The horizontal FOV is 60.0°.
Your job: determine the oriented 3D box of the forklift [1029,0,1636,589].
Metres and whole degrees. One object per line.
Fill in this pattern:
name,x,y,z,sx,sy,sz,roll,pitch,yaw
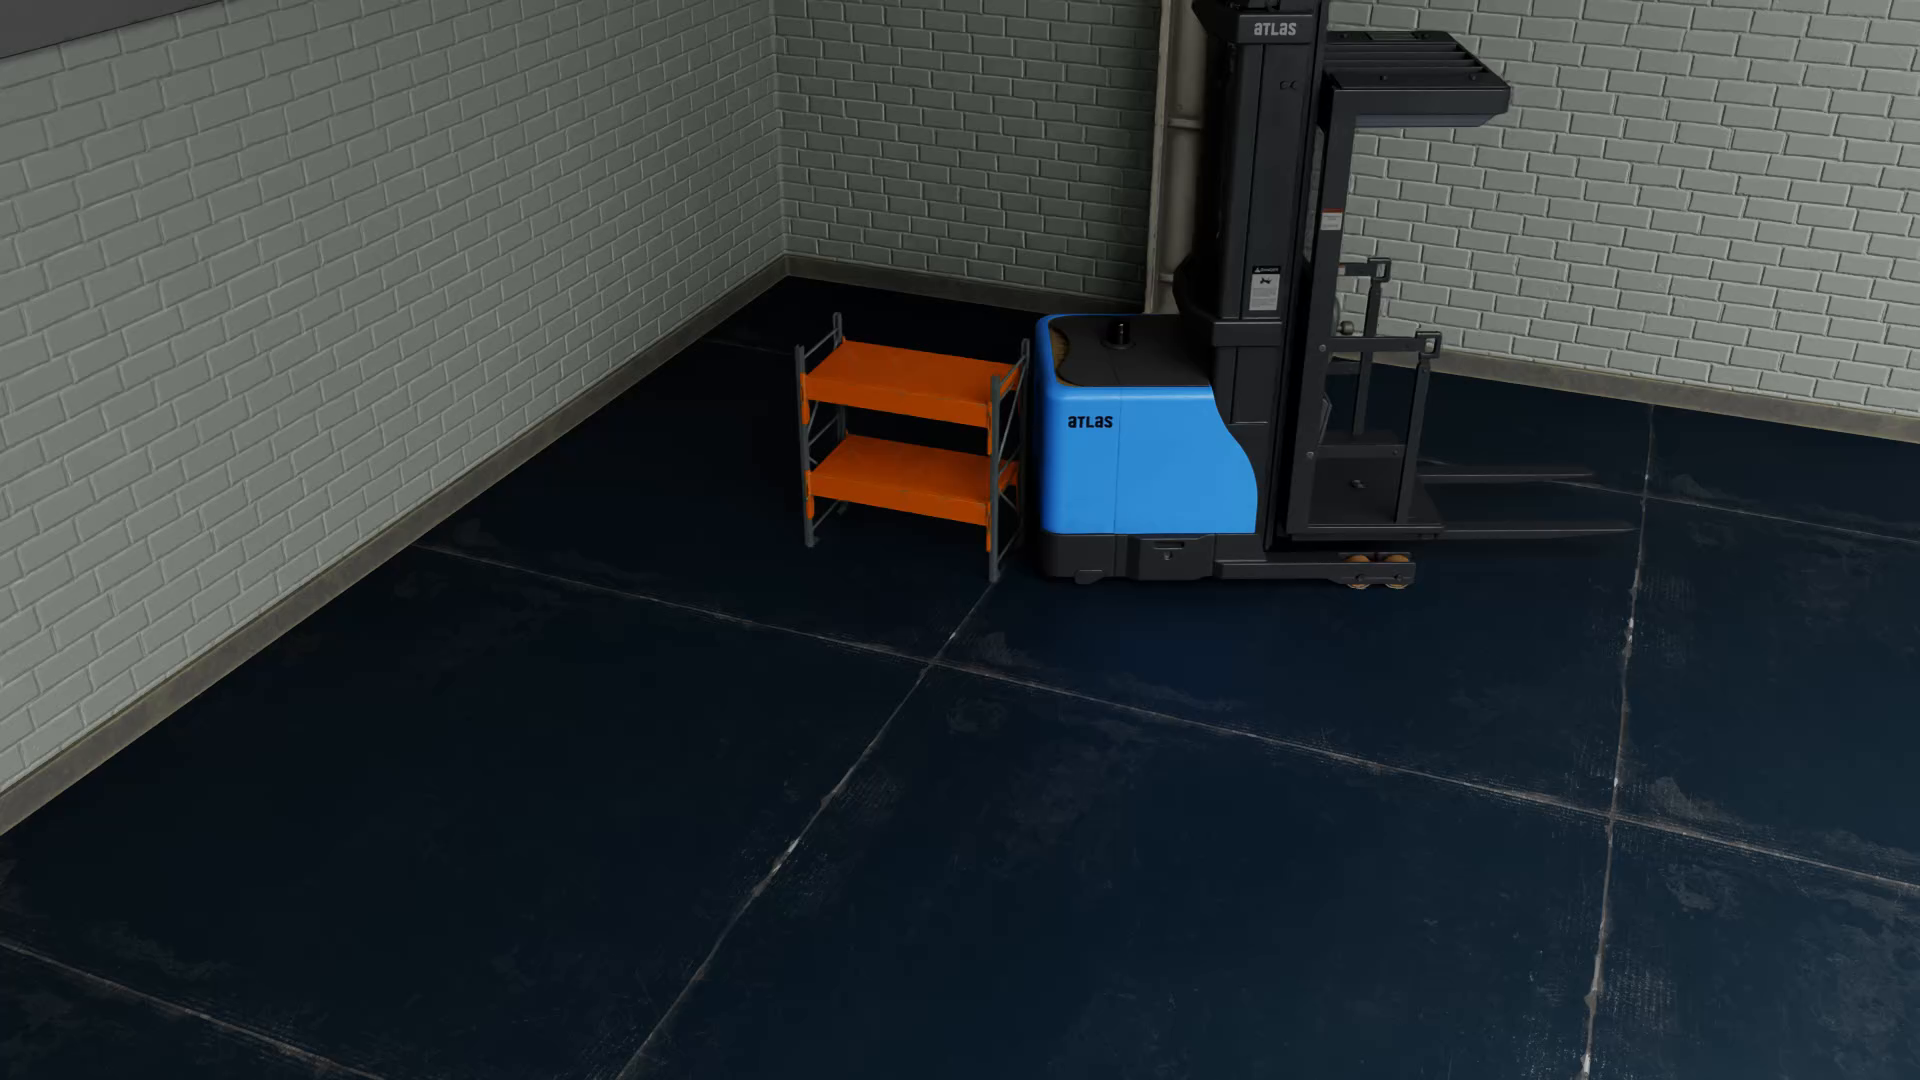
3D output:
forklift,1.897,-1.293,8.059,3.031,2.935,1.130,0,29,-1

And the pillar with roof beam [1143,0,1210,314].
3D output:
pillar with roof beam,-0.174,-3.290,5.426,0.400,9.000,9.100,11,31,19

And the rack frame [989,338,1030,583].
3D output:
rack frame,0.246,-0.391,8.299,0.032,1.125,0.500,10,31,18

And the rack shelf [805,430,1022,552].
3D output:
rack shelf,-0.231,-0.265,8.573,1.000,0.278,0.538,10,31,18

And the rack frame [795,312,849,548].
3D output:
rack frame,-0.708,-0.565,8.606,0.032,1.125,0.500,10,31,18

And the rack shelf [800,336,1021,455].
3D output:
rack shelf,-0.231,-0.733,8.308,1.000,0.278,0.538,10,31,18

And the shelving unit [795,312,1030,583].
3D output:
shelving unit,-0.231,-0.478,8.452,1.048,1.125,0.538,10,31,18
